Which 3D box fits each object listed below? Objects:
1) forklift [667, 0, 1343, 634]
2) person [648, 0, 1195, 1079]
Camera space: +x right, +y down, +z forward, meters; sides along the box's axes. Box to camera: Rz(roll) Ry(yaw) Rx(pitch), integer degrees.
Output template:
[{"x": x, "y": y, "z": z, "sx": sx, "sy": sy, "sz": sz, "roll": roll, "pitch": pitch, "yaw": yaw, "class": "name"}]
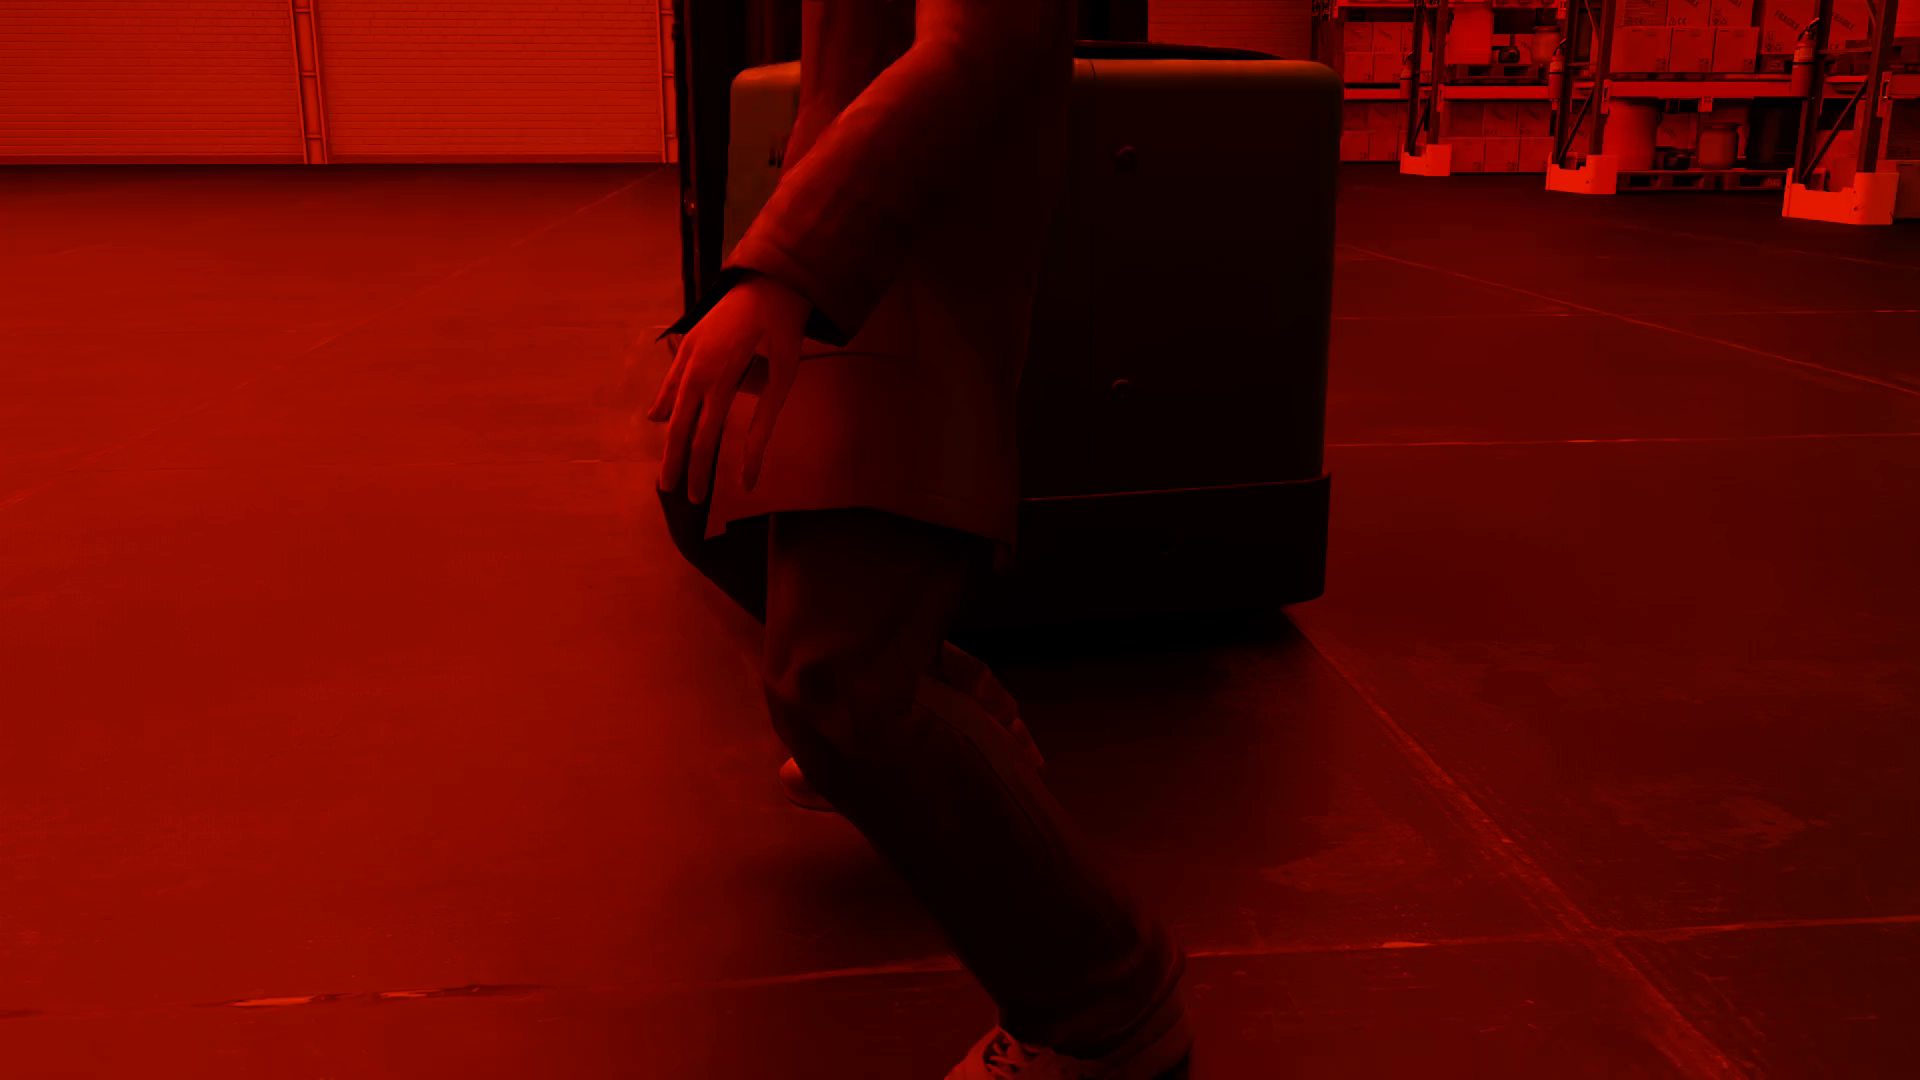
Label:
[{"x": -0.178, "y": -1.567, "z": 4.131, "sx": 1.130, "sy": 2.935, "sz": 3.031, "roll": -4, "pitch": 15, "yaw": -15, "class": "forklift"}, {"x": -0.063, "y": -0.280, "z": 1.783, "sx": 0.636, "sy": 1.663, "sz": 0.976, "roll": 0, "pitch": 15, "yaw": 0, "class": "person"}]
